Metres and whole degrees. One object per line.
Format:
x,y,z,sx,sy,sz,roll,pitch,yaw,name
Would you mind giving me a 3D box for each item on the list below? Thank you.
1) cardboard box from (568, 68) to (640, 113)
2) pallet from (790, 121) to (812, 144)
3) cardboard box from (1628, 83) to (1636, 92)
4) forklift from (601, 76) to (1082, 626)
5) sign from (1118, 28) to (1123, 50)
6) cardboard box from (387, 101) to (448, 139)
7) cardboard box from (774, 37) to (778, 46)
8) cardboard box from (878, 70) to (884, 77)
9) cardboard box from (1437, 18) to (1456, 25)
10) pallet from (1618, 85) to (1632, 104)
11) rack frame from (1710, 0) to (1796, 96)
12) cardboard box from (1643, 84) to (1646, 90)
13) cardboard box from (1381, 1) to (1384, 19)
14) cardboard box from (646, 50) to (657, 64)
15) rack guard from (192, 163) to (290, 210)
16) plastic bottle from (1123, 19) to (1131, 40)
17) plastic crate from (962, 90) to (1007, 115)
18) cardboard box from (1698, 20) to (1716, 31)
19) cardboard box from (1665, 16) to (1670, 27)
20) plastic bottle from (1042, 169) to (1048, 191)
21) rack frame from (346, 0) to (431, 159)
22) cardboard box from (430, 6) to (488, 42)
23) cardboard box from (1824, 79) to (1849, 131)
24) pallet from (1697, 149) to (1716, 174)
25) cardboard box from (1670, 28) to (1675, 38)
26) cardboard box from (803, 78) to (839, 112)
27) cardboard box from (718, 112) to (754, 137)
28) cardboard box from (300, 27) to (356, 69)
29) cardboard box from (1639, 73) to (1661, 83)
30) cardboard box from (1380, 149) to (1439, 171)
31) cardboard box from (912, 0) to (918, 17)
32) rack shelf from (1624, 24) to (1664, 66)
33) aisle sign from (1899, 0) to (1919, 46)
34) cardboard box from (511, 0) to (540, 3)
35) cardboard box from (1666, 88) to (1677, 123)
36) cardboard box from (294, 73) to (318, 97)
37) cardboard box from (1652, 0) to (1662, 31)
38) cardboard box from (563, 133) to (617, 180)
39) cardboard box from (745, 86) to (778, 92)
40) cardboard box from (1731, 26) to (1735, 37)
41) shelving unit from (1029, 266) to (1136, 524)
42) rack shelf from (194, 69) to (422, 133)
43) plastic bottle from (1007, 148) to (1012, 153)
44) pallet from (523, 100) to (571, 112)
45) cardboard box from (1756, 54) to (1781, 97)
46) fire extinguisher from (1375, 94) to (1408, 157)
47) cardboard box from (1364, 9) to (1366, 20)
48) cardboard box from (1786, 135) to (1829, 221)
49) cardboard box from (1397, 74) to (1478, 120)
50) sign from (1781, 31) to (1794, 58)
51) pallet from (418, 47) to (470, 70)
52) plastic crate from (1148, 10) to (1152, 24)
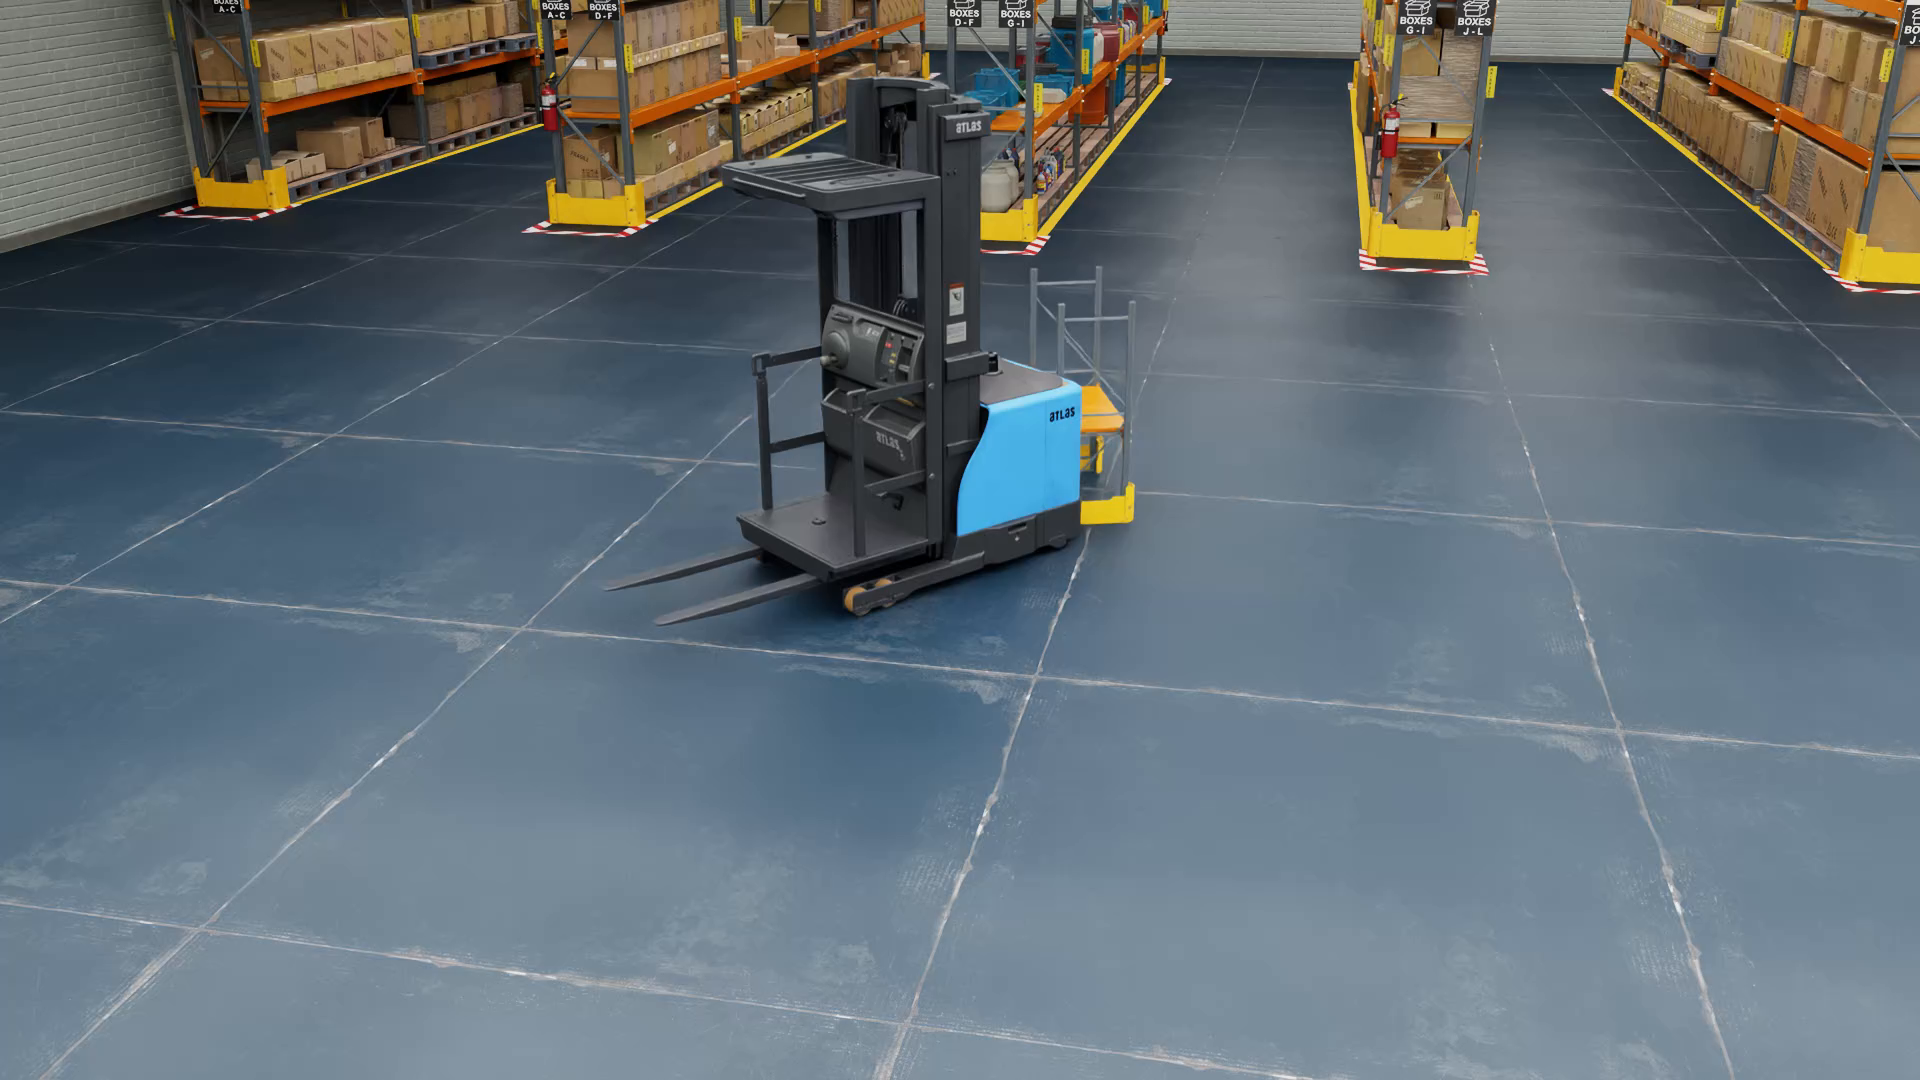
-4.385,-5.564,20.520,0.700,0.500,0.500,4,22,11,cardboard box
-3.067,-6.682,27.163,1.003,0.211,1.213,4,22,11,pallet
12.707,-8.455,31.085,0.380,0.149,0.250,5,22,12,cardboard box
-0.684,-1.138,9.755,3.031,2.935,1.130,-17,27,-35,forklift
2.528,-7.931,26.313,0.100,0.325,0.005,4,22,11,sign
-8.393,-6.502,25.740,0.700,0.500,0.500,5,23,13,cardboard box
-3.233,-7.920,26.623,0.500,0.311,0.500,4,22,10,cardboard box
-1.747,-8.831,31.775,0.500,0.311,0.500,4,22,11,cardboard box
5.793,-5.785,19.333,0.500,0.500,0.500,4,22,11,cardboard box
13.088,-8.412,31.459,1.003,0.211,1.213,4,22,11,pallet
11.671,-7.102,24.473,1.000,3.000,0.127,4,22,11,rack frame
12.576,-8.190,30.029,0.380,0.149,0.250,3,22,8,cardboard box
7.268,-8.779,27.160,0.797,0.503,0.637,5,23,13,cardboard box
-4.045,-6.102,20.989,0.380,0.149,0.250,4,22,10,cardboard box
-9.328,-4.593,21.588,1.175,0.500,0.348,4,22,11,rack guard
2.899,-8.906,29.018,0.144,0.351,0.185,4,22,11,plastic bottle
0.303,-5.343,20.304,0.499,0.251,0.408,4,22,11,plastic crate
11.376,-7.762,25.090,0.380,0.149,0.250,4,22,10,cardboard box
11.906,-8.577,27.512,0.380,0.149,0.250,4,22,10,cardboard box
1.094,-4.634,21.391,0.061,0.283,0.133,5,22,12,plastic bottle
-8.527,-7.187,24.684,1.000,3.000,0.127,4,22,11,rack frame
-8.029,-8.271,26.651,0.700,0.500,0.500,4,22,11,cardboard box
10.466,-4.980,19.004,0.875,0.550,0.500,4,22,11,cardboard box
11.437,-5.526,24.292,1.003,0.211,1.213,4,22,11,pallet
11.799,-8.250,27.096,0.380,0.149,0.250,5,22,11,cardboard box
-2.387,-7.655,28.603,0.500,0.500,0.500,4,22,9,cardboard box
-3.349,-6.123,24.409,0.500,0.311,0.500,5,22,11,cardboard box
-8.636,-6.722,22.699,0.500,0.500,0.500,5,23,13,cardboard box
12.500,-8.346,30.019,0.380,0.149,0.250,4,22,9,cardboard box
6.167,-5.322,22.810,0.700,0.500,0.500,3,22,7,cardboard box
-1.156,-10.871,33.698,0.500,0.500,0.500,5,22,11,cardboard box
12.896,-8.963,30.056,1.077,0.370,4.000,4,22,11,rack shelf
9.731,-5.379,16.715,0.394,0.787,0.004,4,22,11,aisle sign
-7.360,-9.349,28.488,0.500,0.250,0.500,5,22,12,cardboard box
11.971,-7.157,27.393,0.500,0.500,0.500,5,23,13,cardboard box
-8.841,-6.009,21.933,0.500,0.250,0.500,4,22,9,cardboard box
12.417,-9.138,28.995,0.500,0.500,0.500,4,22,9,cardboard box
-4.675,-4.834,20.956,0.500,0.500,0.500,4,22,11,cardboard box
-3.255,-7.284,27.293,0.500,0.311,0.500,5,23,13,cardboard box
12.174,-7.861,25.732,0.380,0.149,0.250,4,22,11,cardboard box
0.803,-1.005,11.342,0.587,1.500,1.083,-3,22,-7,shelving unit
-8.935,-6.122,23.002,1.077,0.370,4.000,4,22,11,rack shelf
0.677,-5.287,23.030,0.097,0.271,0.097,0,22,0,plastic bottle
-7.476,-7.639,29.539,1.003,0.211,1.213,4,22,11,pallet
10.803,-6.082,21.805,0.500,0.500,0.500,4,22,10,cardboard box
4.730,-4.549,18.237,0.296,0.674,0.183,4,22,11,fire extinguisher
7.800,-9.791,30.952,0.500,0.250,0.500,4,22,10,cardboard box
10.478,-4.294,19.782,0.875,0.875,0.875,5,22,11,cardboard box
5.343,-4.975,18.659,0.875,0.500,0.500,4,22,11,cardboard box
10.322,-6.178,20.733,0.100,0.325,0.005,4,22,11,sign
-8.229,-7.367,25.386,1.003,0.211,1.213,4,22,11,pallet
3.452,-10.000,31.813,0.416,0.233,0.300,4,22,11,plastic crate
